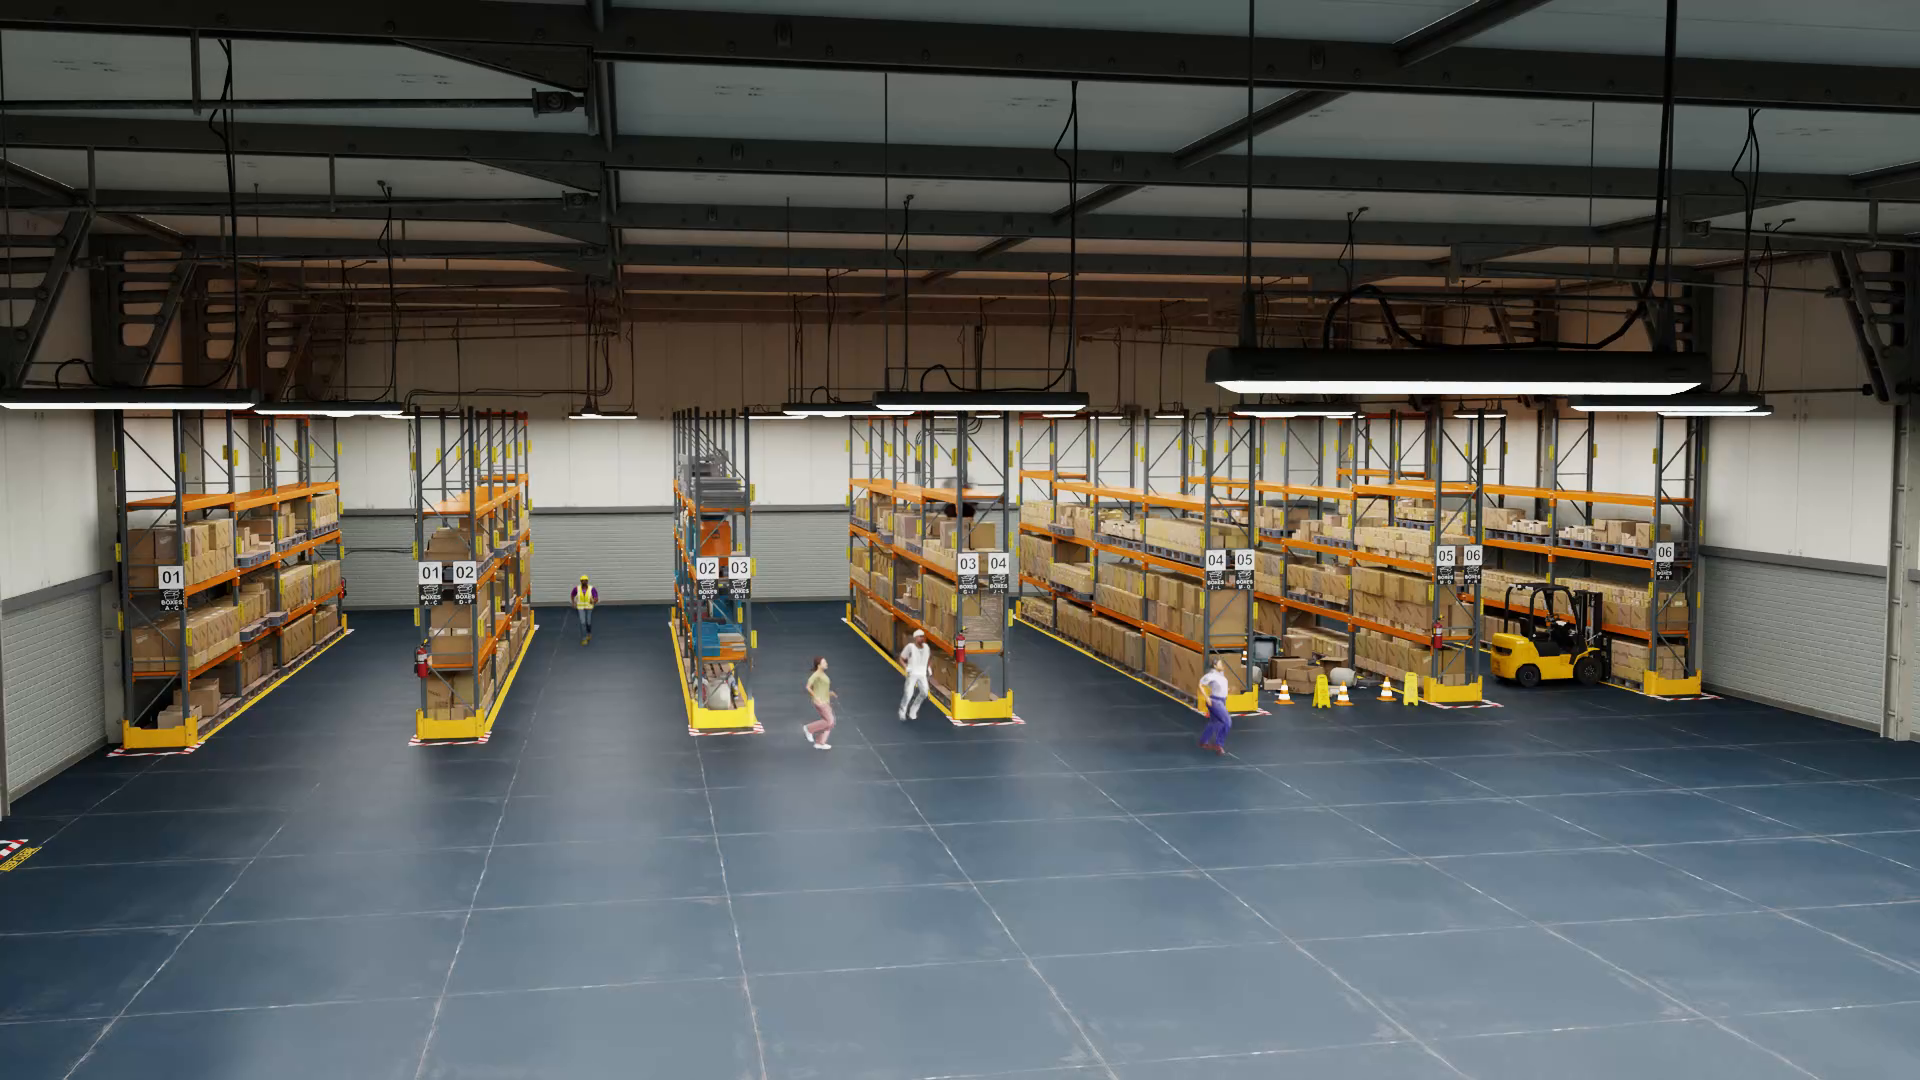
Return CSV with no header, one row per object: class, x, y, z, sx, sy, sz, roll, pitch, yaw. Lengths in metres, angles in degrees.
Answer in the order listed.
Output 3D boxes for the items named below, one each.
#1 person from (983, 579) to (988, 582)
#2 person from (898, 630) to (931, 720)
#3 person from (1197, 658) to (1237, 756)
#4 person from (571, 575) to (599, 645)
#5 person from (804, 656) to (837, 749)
person,0.508,1.538,48.054,0.600,1.539,0.500,1,4,15
person,-0.815,2.585,31.883,0.745,1.730,0.609,-2,4,-25
person,4.436,2.872,28.677,0.706,1.694,0.577,2,4,24
person,-9.681,1.790,42.906,0.701,1.770,0.826,-1,4,-14
person,-2.445,2.846,29.128,0.552,1.626,0.588,1,4,14
